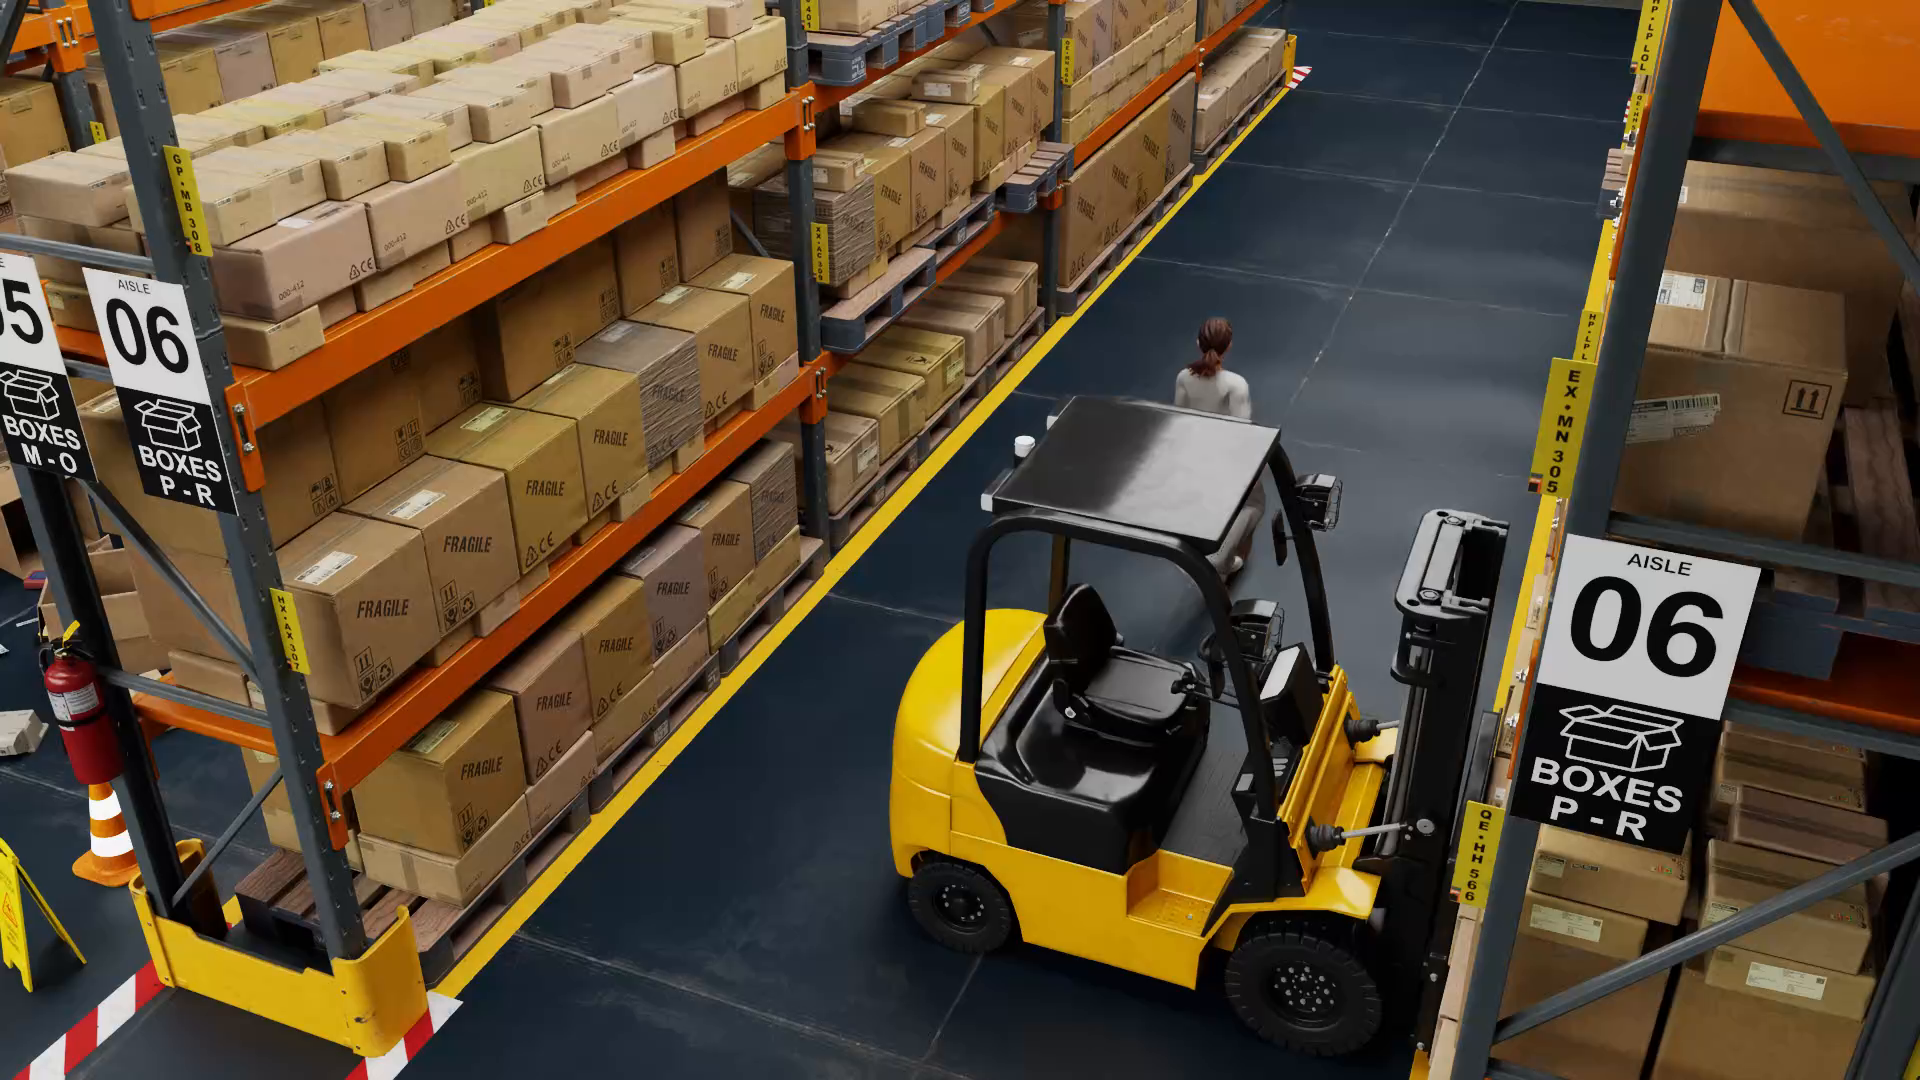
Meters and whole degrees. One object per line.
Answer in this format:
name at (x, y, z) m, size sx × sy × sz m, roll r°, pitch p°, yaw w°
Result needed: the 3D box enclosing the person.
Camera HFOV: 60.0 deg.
person at (1.461, -0.473, 9.199) m, size 0.508 × 1.664 × 0.616 m, roll 20°, pitch 35°, yaw 31°
